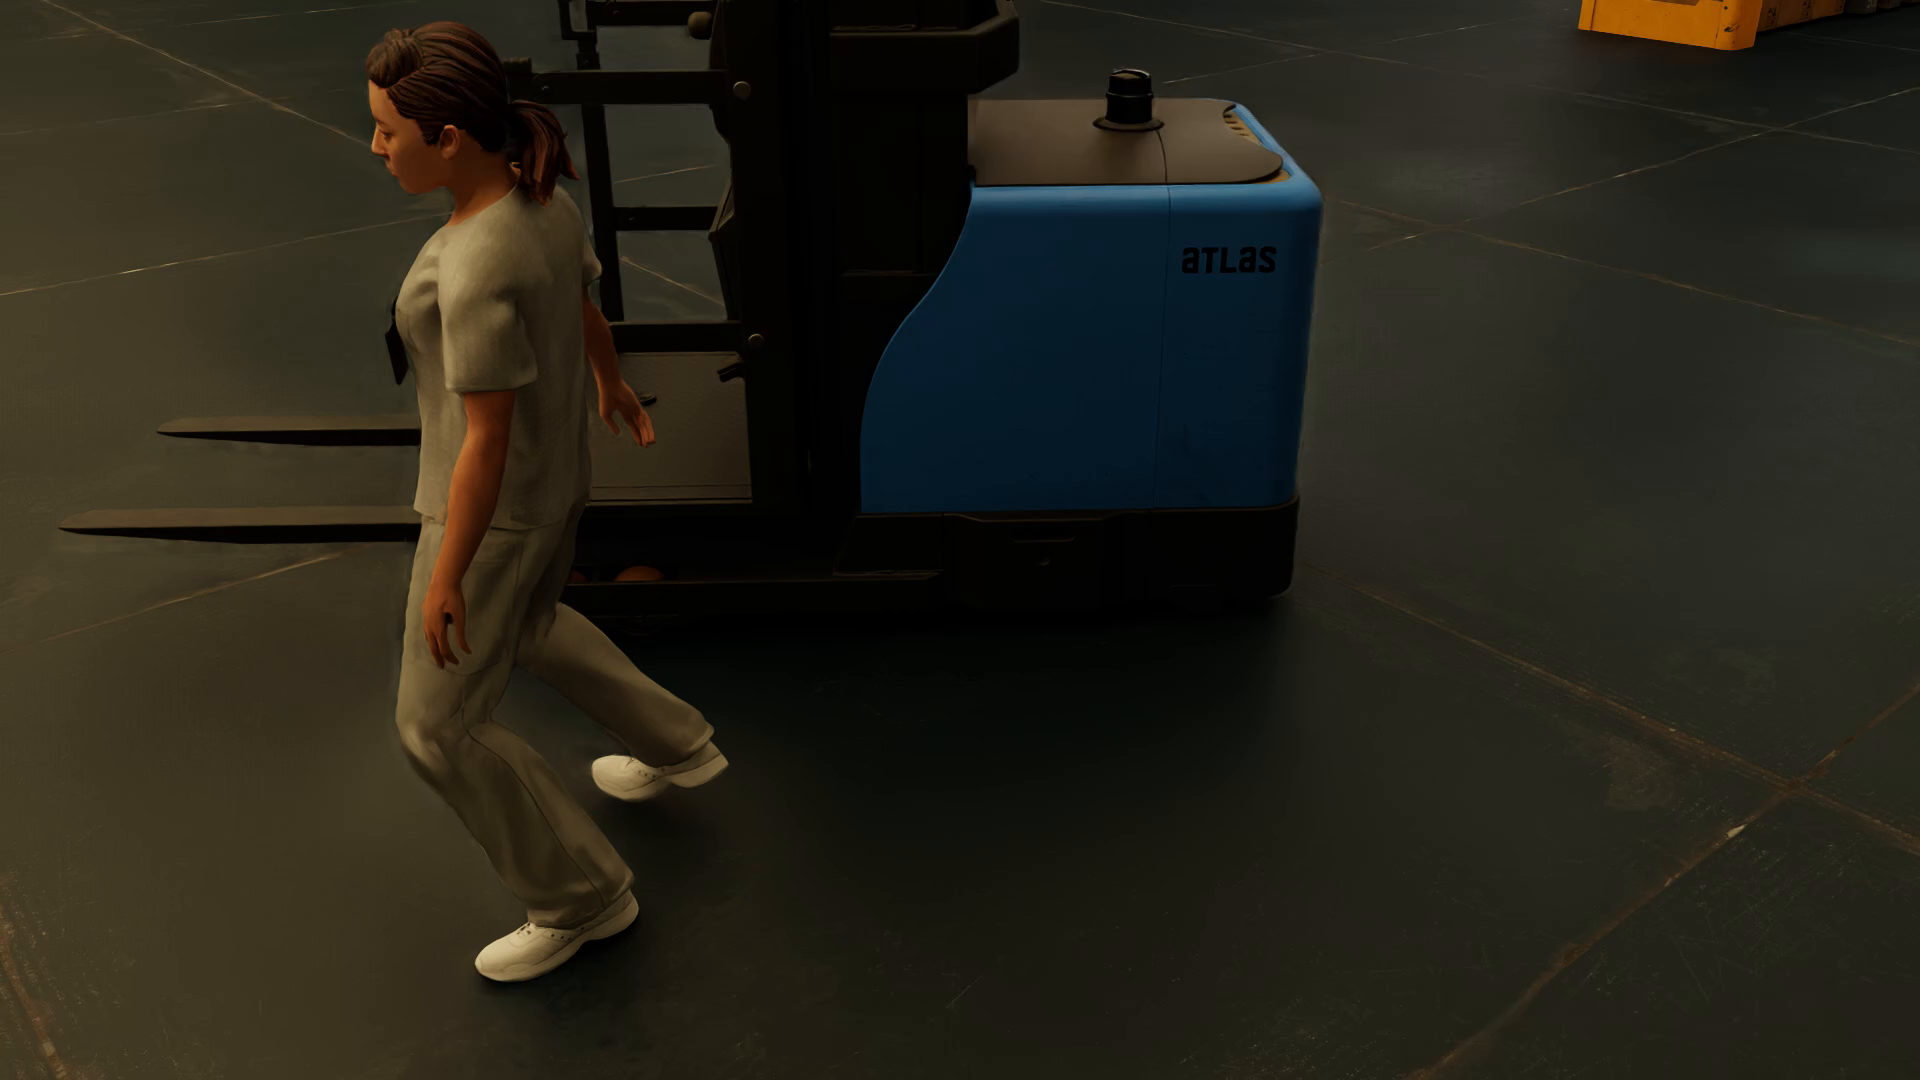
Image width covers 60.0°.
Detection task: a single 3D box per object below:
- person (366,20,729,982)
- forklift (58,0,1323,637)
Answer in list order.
[{"bbox_3d":[-0.717,-0.099,2.909,0.484,1.599,0.780,3,27,6],"label":"person"},{"bbox_3d":[-0.704,-1.316,3.856,3.031,2.935,1.130,-1,26,-2],"label":"forklift"}]
